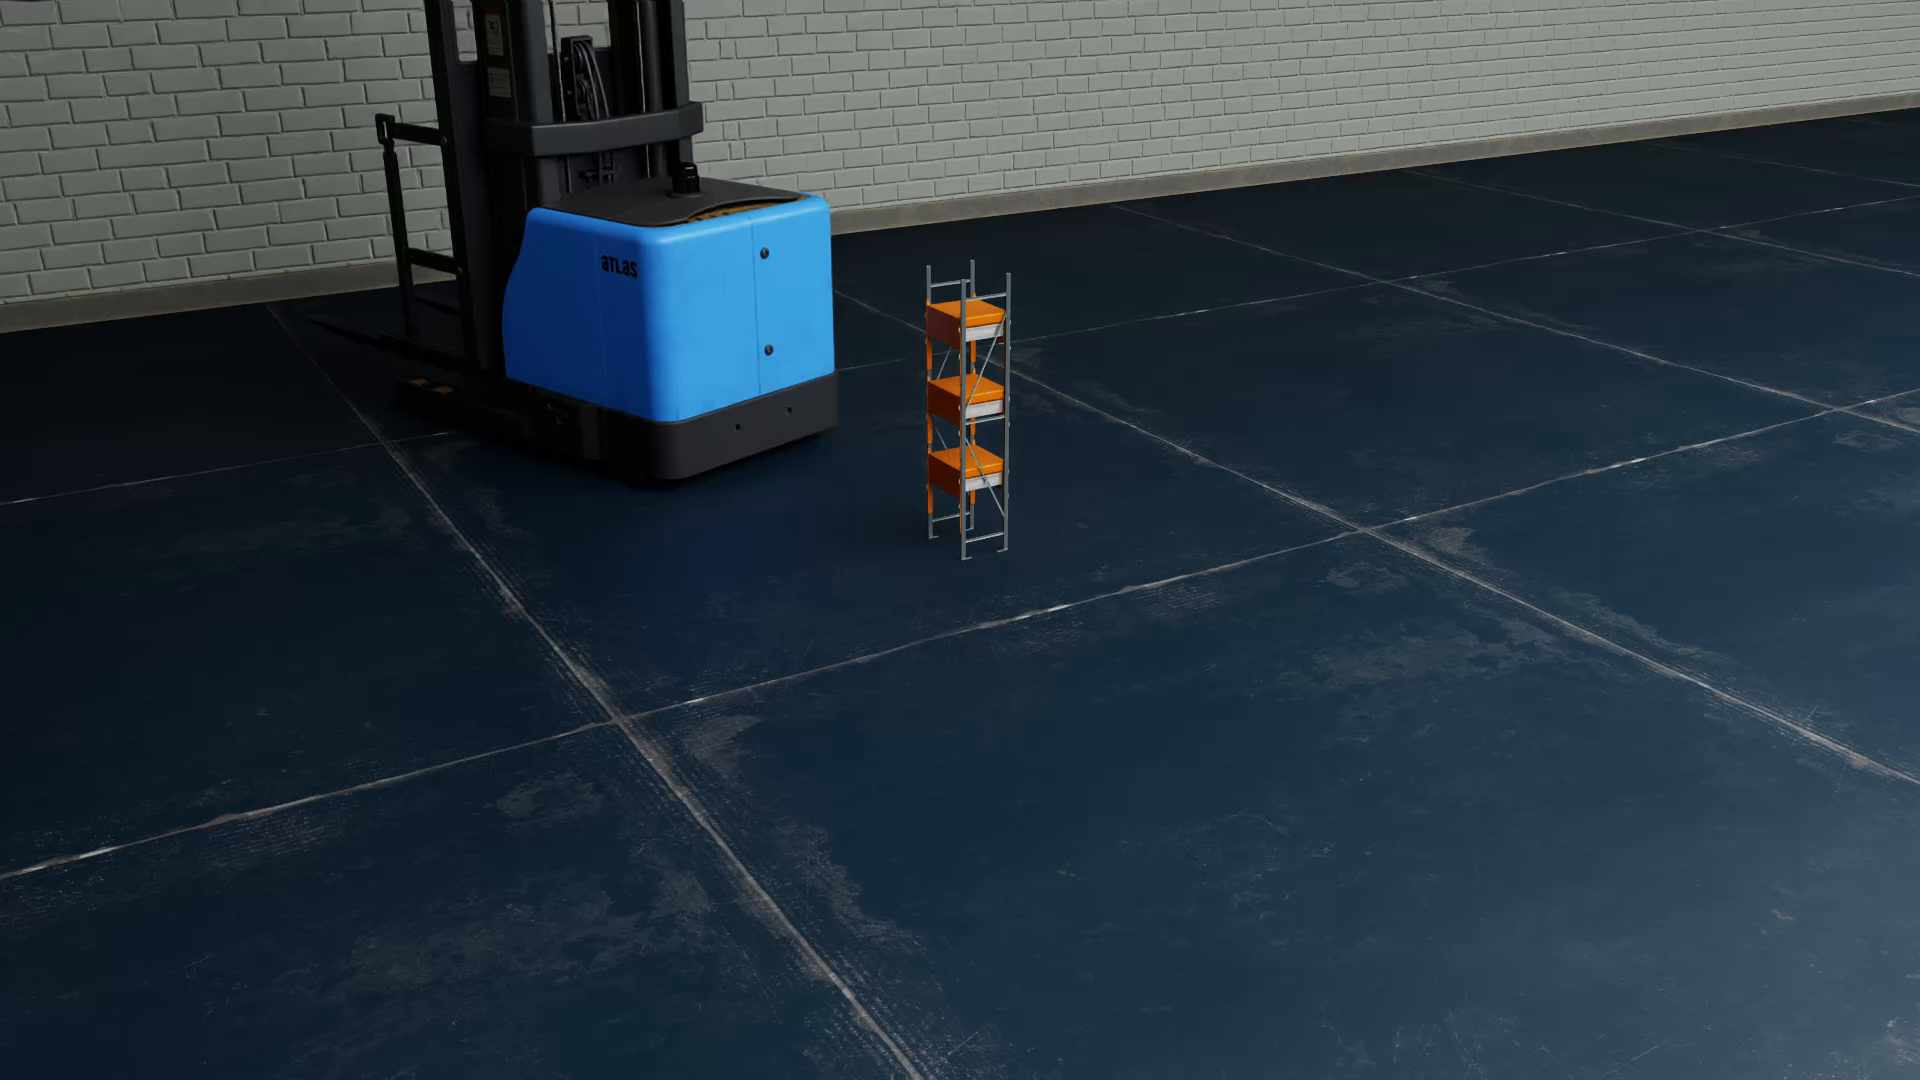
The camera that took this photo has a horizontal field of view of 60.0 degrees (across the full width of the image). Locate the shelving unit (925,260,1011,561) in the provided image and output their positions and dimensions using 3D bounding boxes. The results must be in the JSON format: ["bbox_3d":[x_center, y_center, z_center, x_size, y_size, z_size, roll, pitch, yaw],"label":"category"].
[{"bbox_3d":[0.027,-0.469,6.071,0.215,1.050,0.252,-13,25,-28],"label":"shelving unit"}]

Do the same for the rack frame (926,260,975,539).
[{"bbox_3d":[-0.035,-0.509,6.168,0.200,1.050,0.008,-13,25,-28],"label":"rack frame"}]

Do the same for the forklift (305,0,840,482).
[{"bbox_3d":[-1.992,-2.033,7.421,3.031,2.935,1.130,17,28,36],"label":"forklift"}]

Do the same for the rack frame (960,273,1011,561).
[{"bbox_3d":[0.090,-0.430,5.974,0.200,1.050,0.008,-13,25,-28],"label":"rack frame"}]

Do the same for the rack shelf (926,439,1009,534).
[{"bbox_3d":[0.027,-0.202,6.180,0.215,0.259,0.240,-13,25,-28],"label":"rack shelf"}]

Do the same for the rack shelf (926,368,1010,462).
[{"bbox_3d":[0.027,-0.459,6.075,0.215,0.259,0.240,-13,25,-28],"label":"rack shelf"}]

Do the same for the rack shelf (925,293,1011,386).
[{"bbox_3d":[0.027,-0.722,5.968,0.215,0.259,0.240,-13,25,-28],"label":"rack shelf"}]
